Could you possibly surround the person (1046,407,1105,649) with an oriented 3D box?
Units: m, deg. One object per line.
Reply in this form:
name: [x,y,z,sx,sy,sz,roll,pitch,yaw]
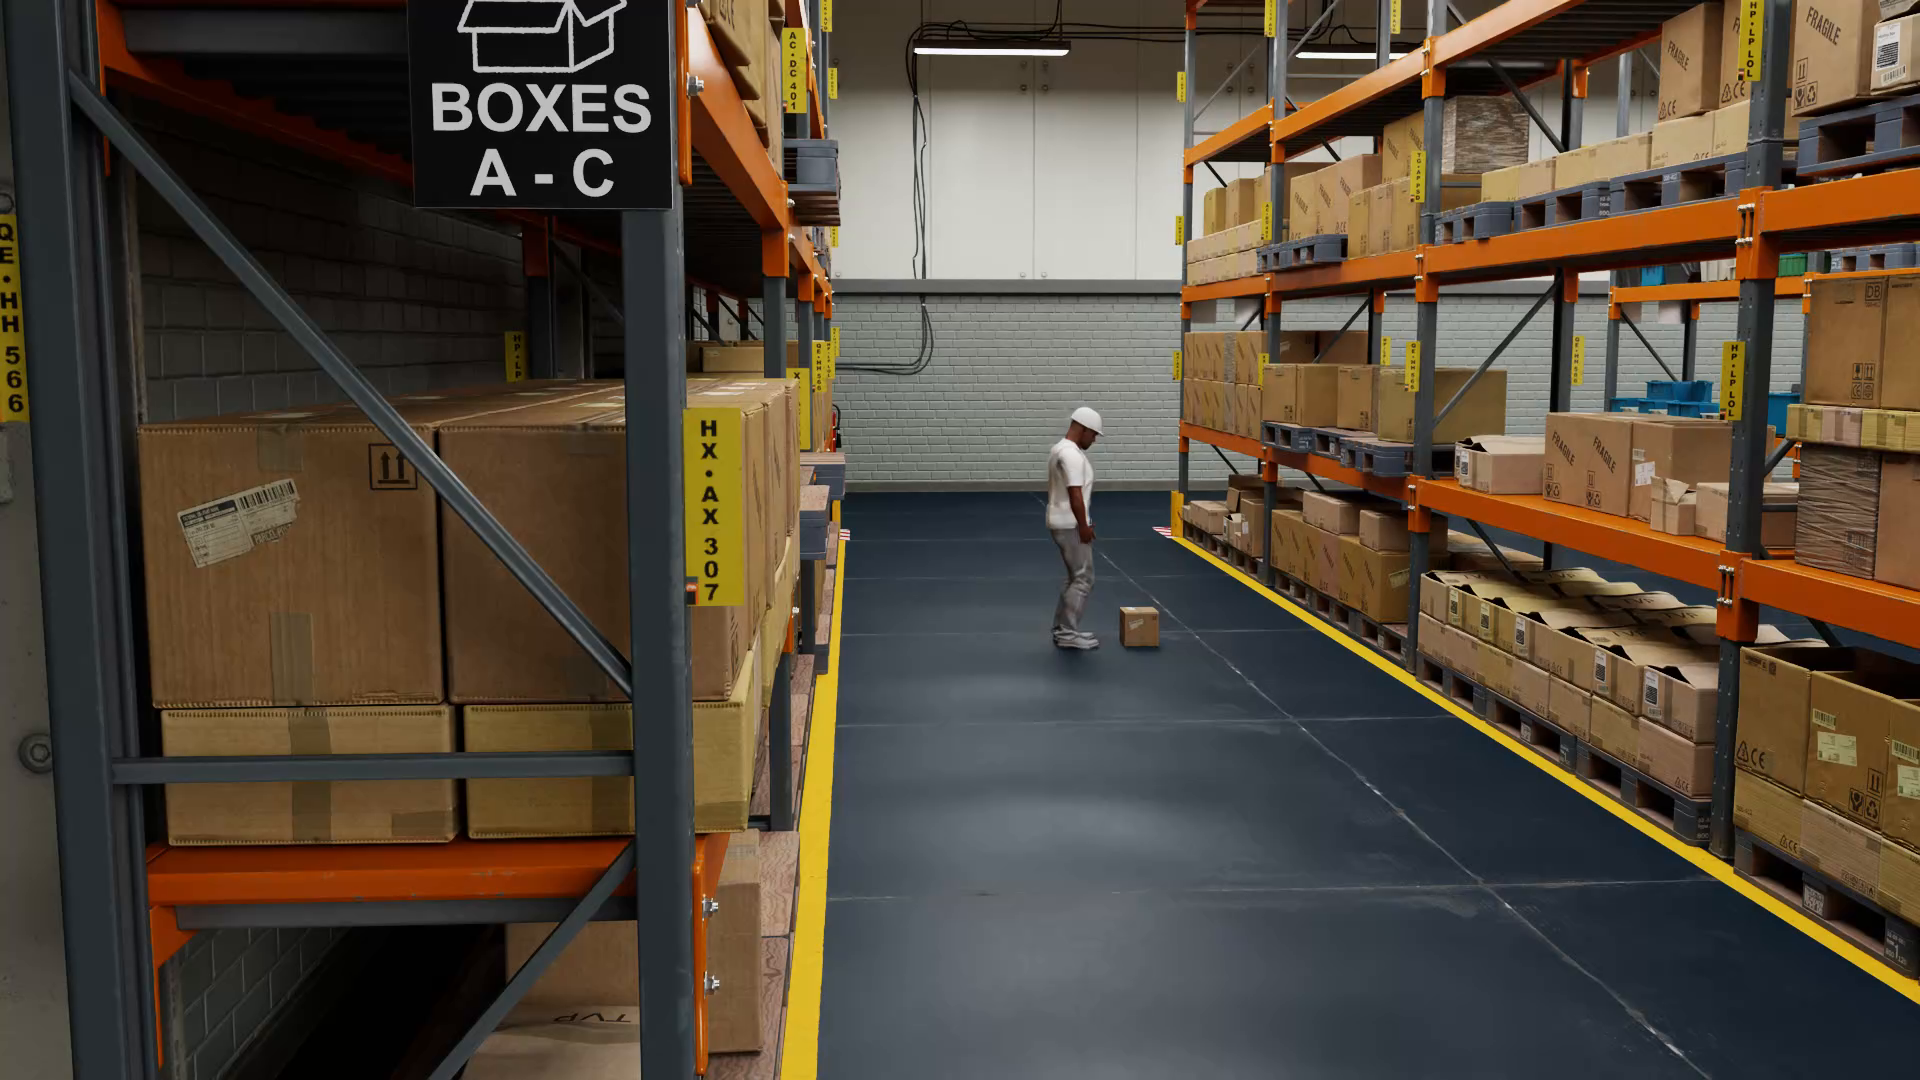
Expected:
person: [0.840,-0.098,12.110,0.422,1.732,0.584,0,7,-2]
